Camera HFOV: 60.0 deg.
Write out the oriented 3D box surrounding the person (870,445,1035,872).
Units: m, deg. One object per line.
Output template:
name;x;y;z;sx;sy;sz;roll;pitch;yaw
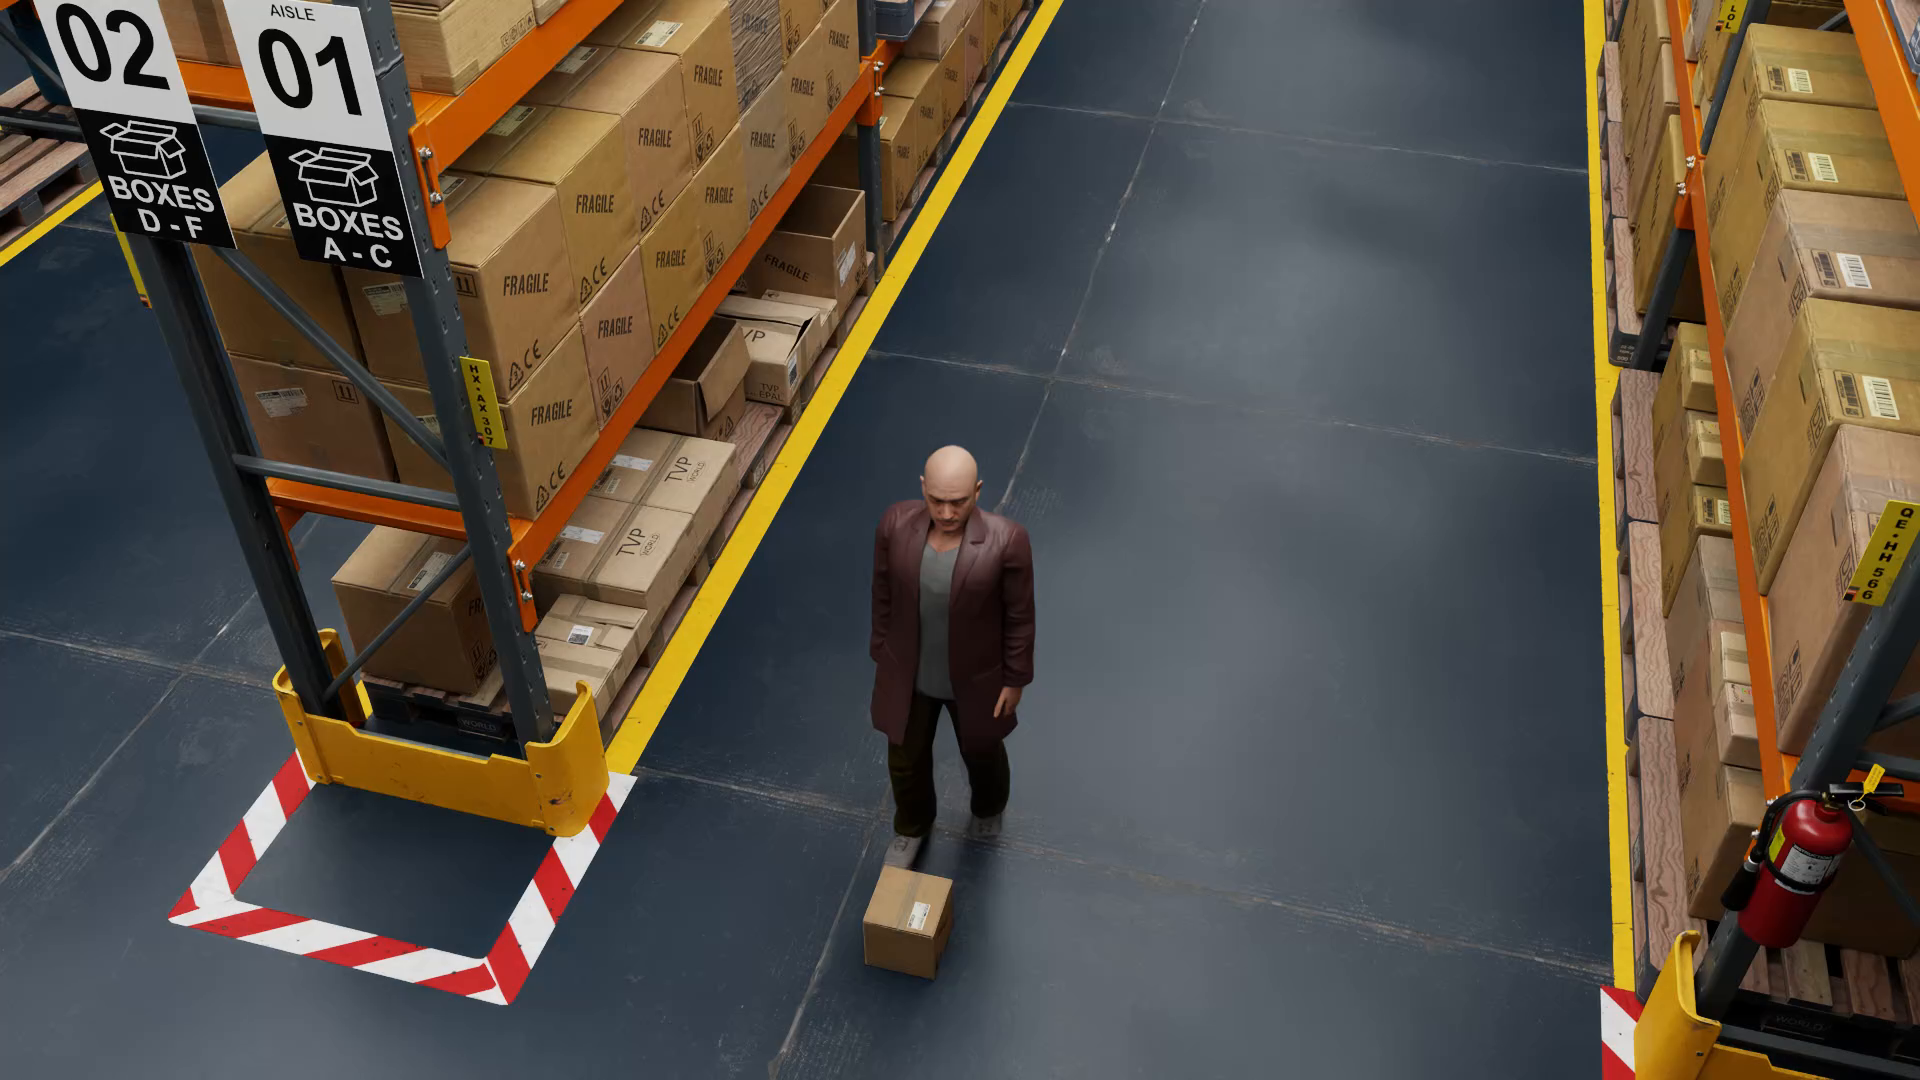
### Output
person;-0.033;0.471;5.692;0.574;1.864;0.602;11;42;12
